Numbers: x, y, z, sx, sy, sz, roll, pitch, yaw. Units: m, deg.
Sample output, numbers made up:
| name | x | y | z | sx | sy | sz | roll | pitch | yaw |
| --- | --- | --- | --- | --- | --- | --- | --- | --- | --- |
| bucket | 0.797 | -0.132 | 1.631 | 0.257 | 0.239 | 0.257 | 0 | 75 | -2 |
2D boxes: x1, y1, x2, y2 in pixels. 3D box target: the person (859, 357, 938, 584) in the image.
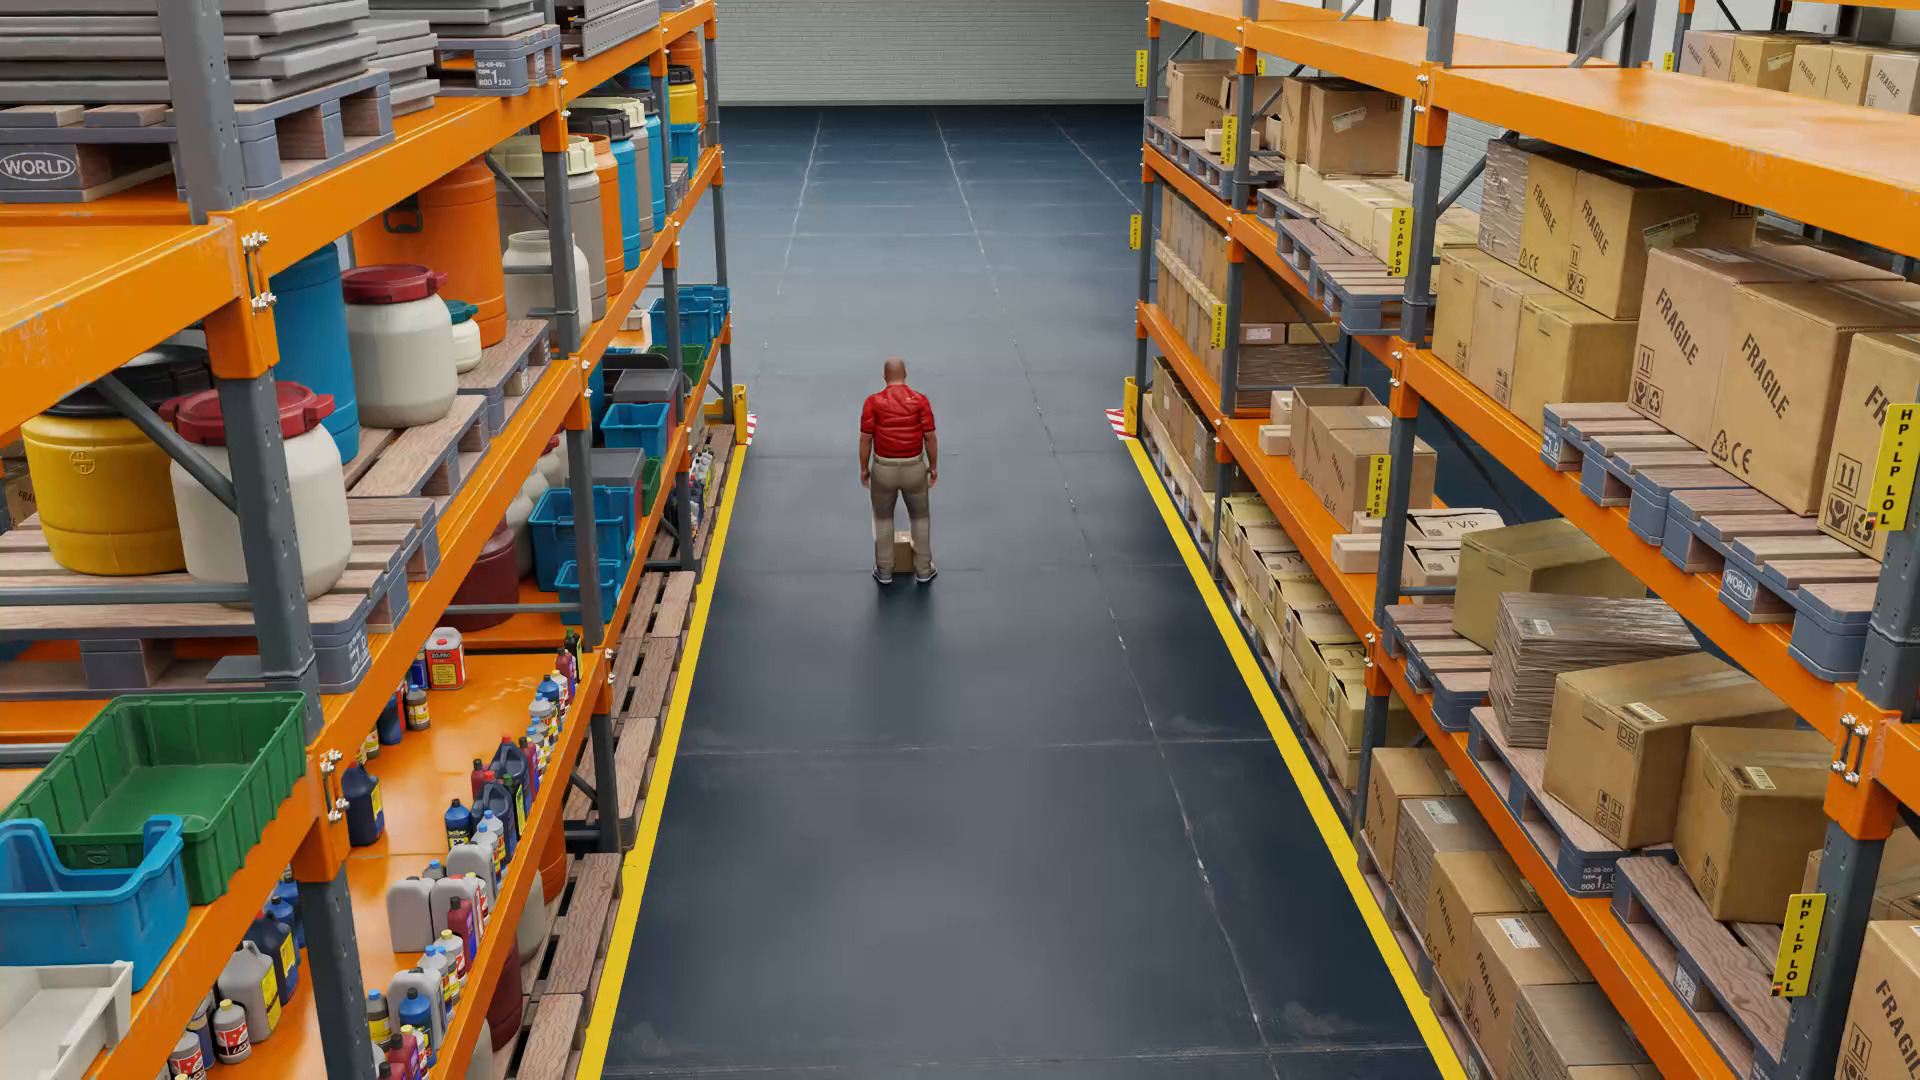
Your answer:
| name | x | y | z | sx | sy | sz | roll | pitch | yaw |
| --- | --- | --- | --- | --- | --- | --- | --- | --- | --- |
| person | -0.460 | -0.515 | 12.492 | 0.584 | 1.727 | 0.391 | -1 | 20 | -3 |
